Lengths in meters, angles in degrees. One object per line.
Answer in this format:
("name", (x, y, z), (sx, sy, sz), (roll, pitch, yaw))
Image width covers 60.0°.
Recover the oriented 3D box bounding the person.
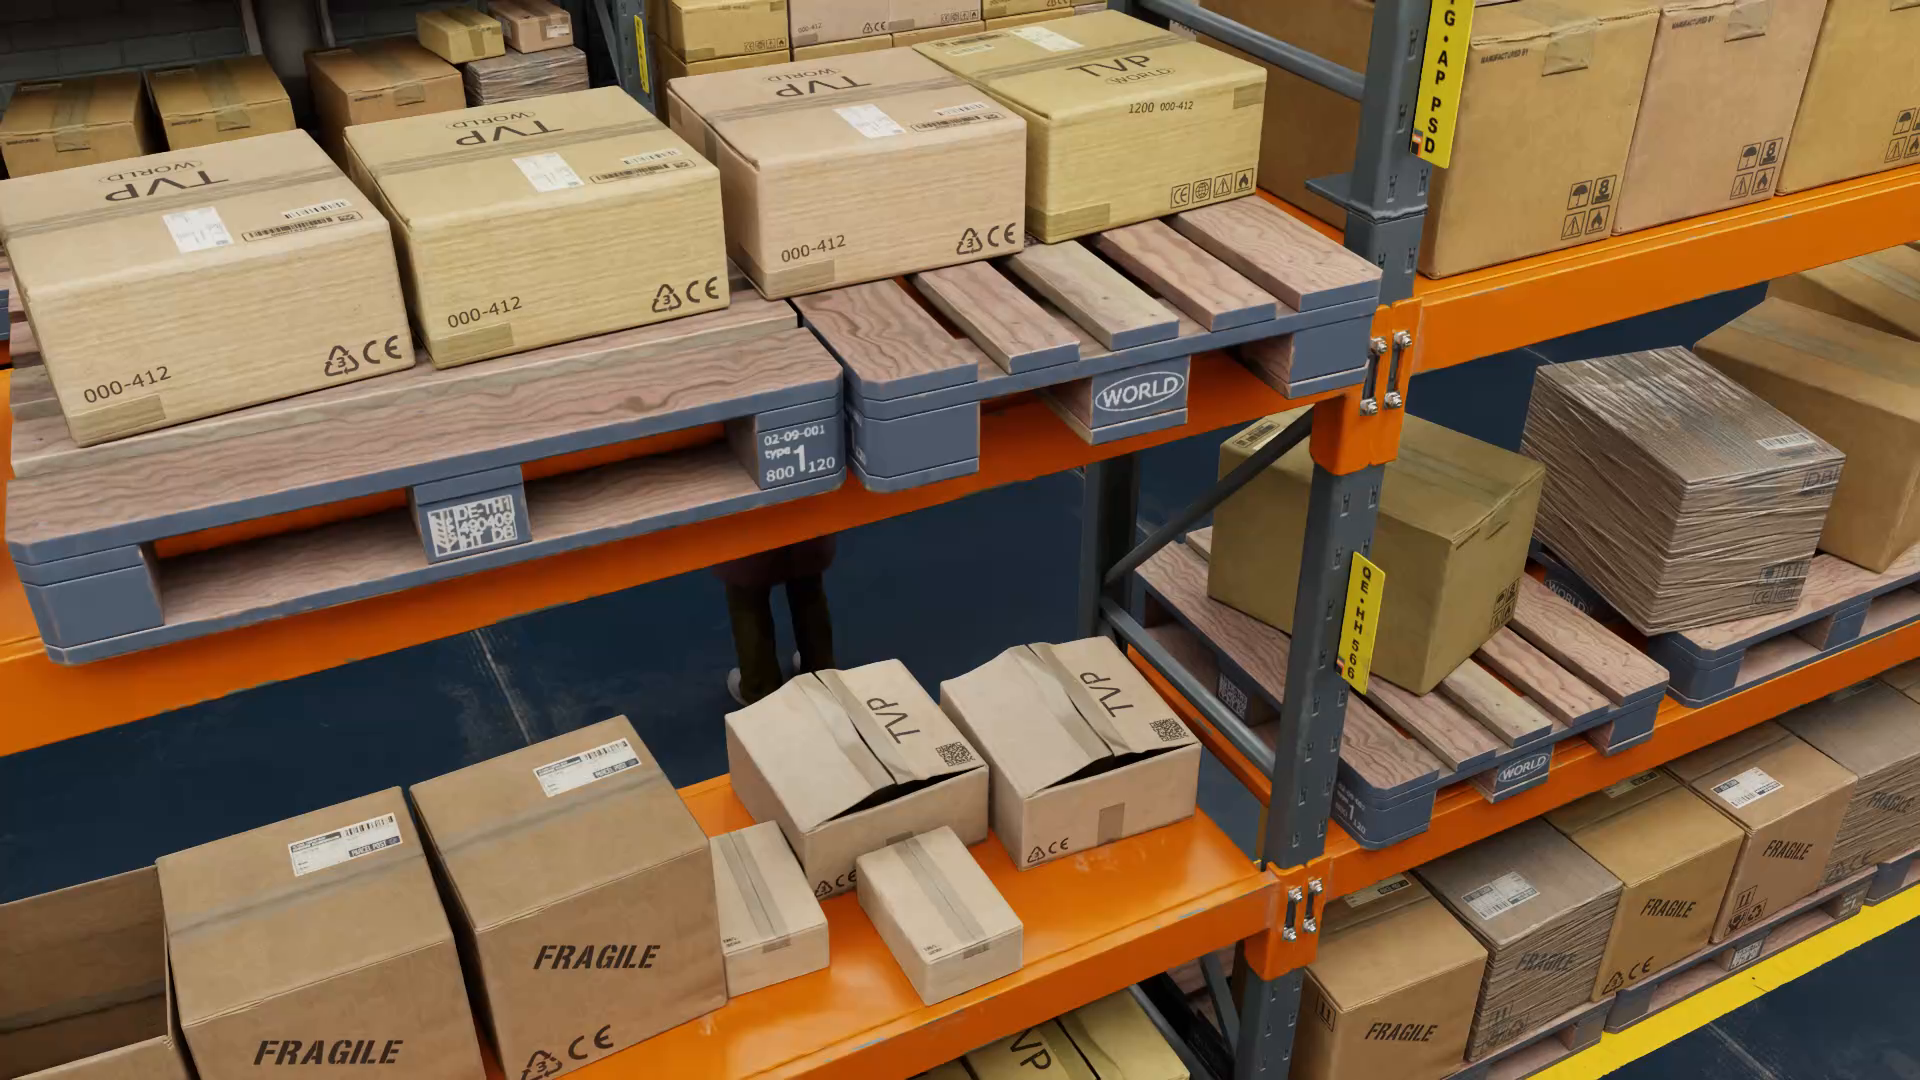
("person", (-0.757, -0.142, 6.374), (0.533, 1.774, 0.554), (-16, 36, -23))
